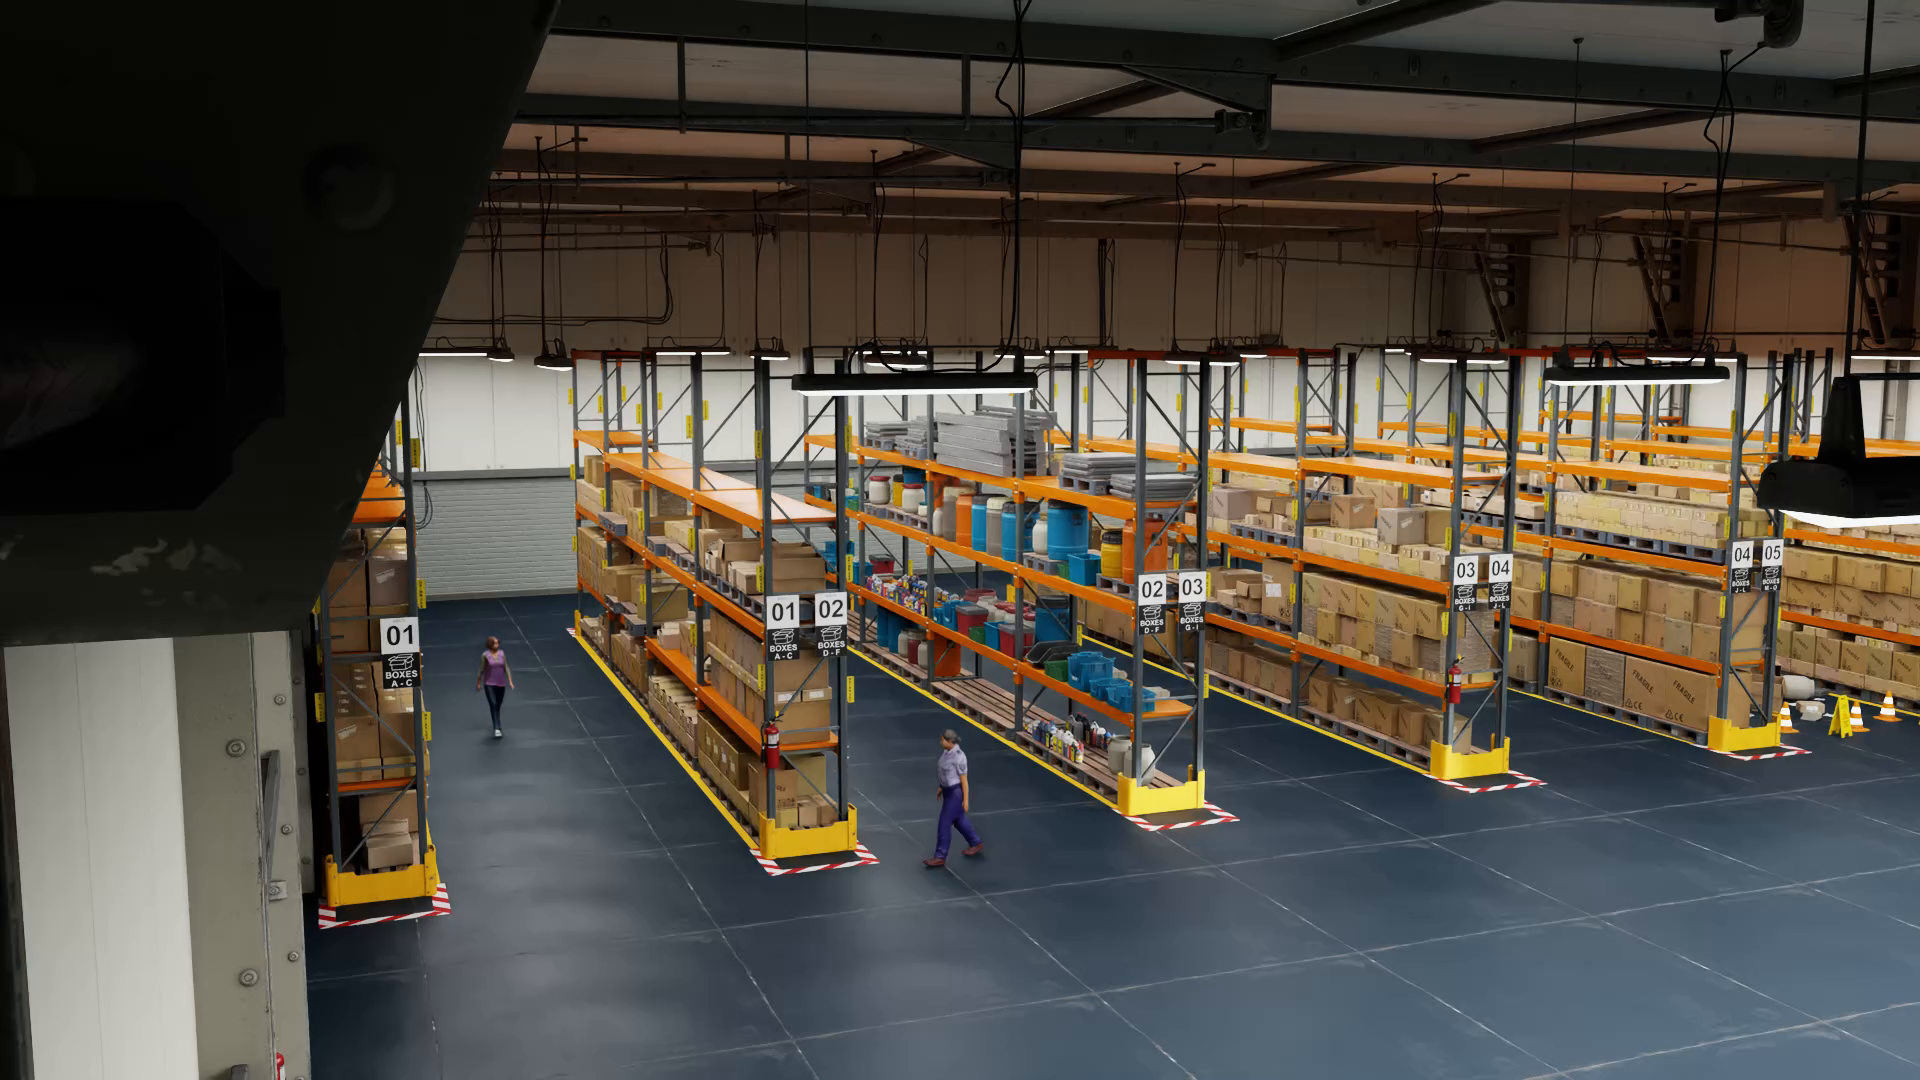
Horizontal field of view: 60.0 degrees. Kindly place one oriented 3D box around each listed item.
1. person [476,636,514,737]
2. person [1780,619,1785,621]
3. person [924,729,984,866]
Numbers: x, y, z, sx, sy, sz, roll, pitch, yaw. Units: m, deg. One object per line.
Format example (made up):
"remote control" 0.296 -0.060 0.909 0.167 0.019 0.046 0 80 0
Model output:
"person" -7.382 2.278 26.373 0.523 1.535 1.009 -4 8 -29
"person" 16.384 1.391 32.807 0.502 1.824 0.548 -3 8 -25
"person" -0.083 3.056 19.996 0.853 1.614 0.516 -2 8 -19
